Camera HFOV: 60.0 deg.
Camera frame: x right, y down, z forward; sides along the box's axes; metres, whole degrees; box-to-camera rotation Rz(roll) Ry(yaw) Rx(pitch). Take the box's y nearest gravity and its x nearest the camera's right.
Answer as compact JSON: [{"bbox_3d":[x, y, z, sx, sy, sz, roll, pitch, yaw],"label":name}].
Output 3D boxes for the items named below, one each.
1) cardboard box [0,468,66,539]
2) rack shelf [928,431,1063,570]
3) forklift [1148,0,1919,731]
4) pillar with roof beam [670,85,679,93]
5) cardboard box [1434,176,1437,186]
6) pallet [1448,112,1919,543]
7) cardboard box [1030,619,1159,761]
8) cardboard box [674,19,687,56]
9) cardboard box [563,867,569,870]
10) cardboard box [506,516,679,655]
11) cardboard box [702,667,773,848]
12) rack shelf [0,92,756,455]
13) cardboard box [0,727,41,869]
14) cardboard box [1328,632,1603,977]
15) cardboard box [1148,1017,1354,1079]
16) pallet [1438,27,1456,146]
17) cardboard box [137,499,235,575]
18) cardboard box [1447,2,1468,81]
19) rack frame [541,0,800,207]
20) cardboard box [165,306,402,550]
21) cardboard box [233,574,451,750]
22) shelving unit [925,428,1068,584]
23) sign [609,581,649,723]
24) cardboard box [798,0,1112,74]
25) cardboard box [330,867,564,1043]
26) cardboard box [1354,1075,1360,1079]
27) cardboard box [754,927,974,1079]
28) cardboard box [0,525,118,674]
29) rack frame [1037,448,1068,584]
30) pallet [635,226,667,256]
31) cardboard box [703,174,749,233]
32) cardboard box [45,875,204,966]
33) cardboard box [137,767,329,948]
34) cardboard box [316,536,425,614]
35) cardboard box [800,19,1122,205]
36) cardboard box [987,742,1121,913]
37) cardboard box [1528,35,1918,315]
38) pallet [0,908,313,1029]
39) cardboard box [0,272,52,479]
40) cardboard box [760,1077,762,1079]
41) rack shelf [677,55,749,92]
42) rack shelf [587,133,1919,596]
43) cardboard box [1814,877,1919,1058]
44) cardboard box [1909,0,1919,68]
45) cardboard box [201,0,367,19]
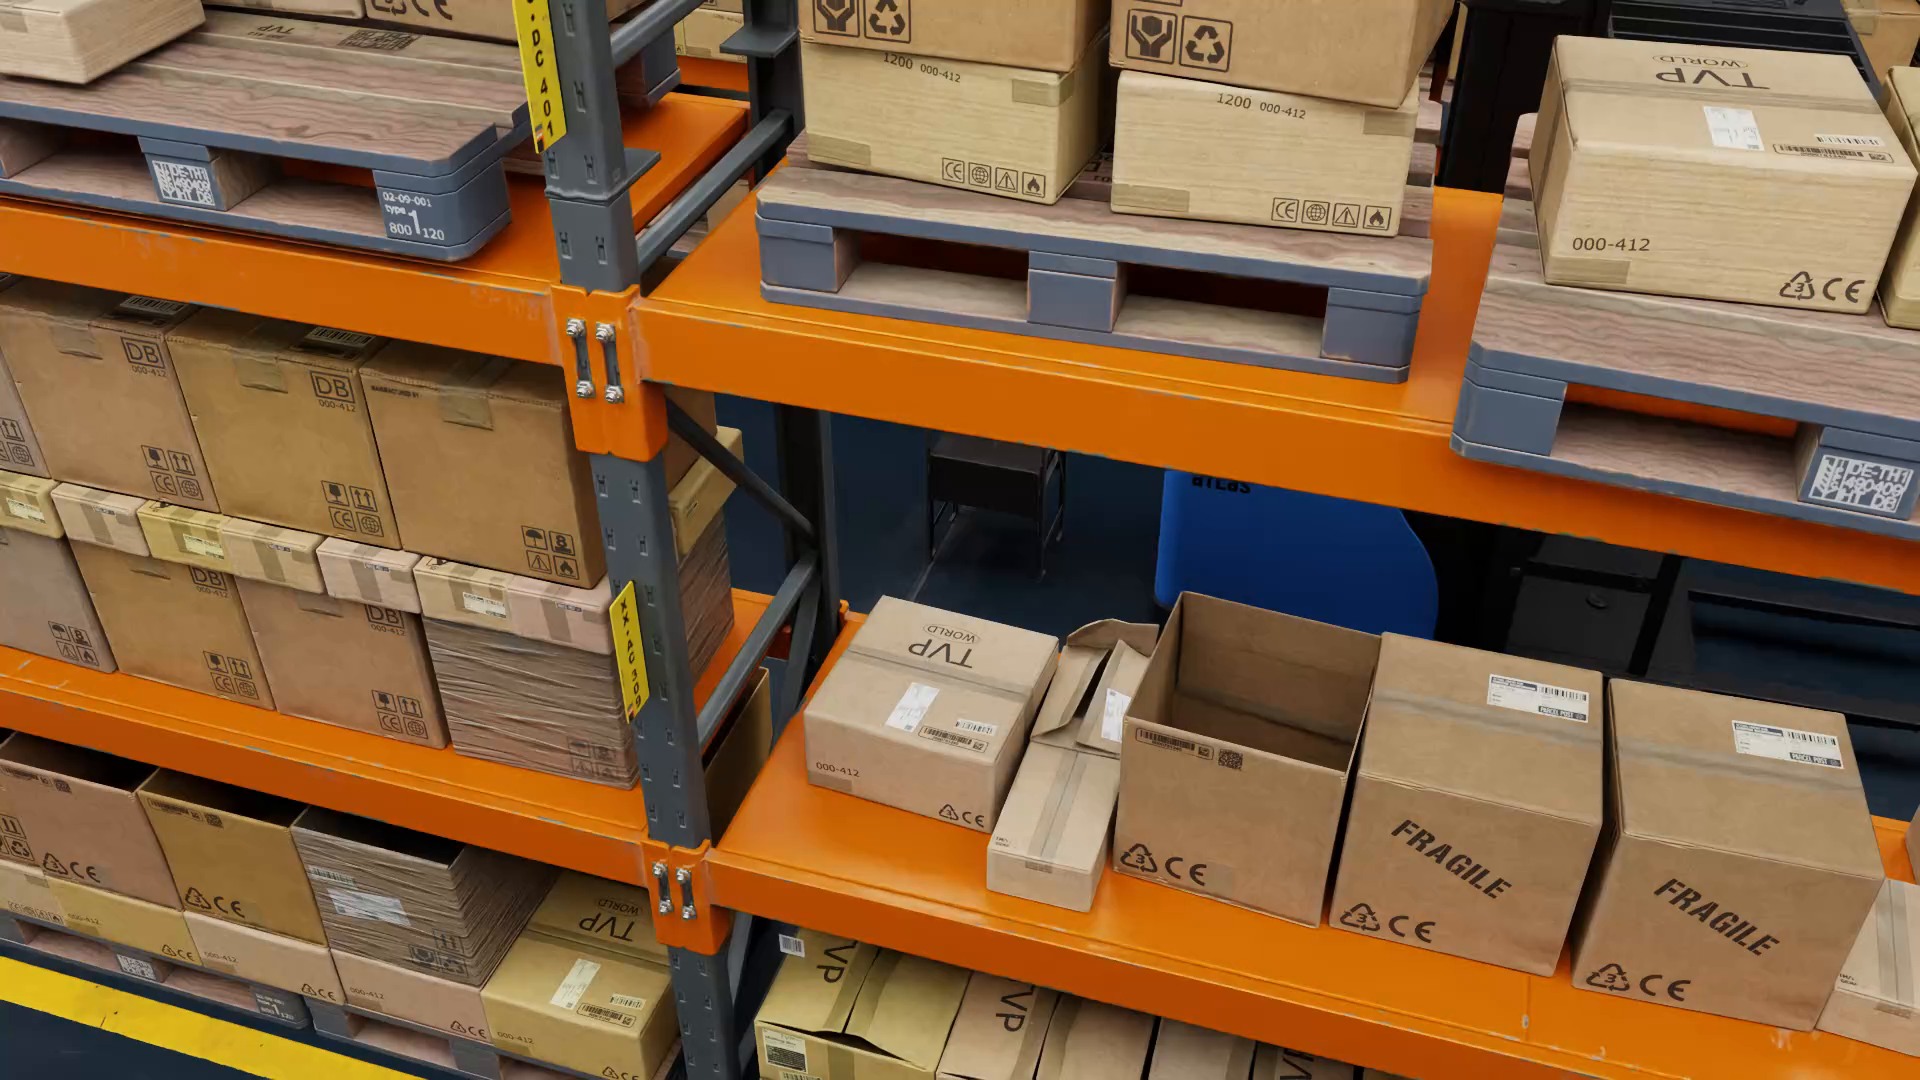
[{"bbox_3d":[-2.337,-0.188,4.343,0.250,0.149,0.380,12,38,15],"label":"cardboard box"},{"bbox_3d":[0.158,-0.242,7.011,0.480,0.518,0.431,10,38,14],"label":"rack shelf"},{"bbox_3d":[2.315,-0.736,5.777,3.031,2.935,1.130,9,37,12],"label":"forklift"},{"bbox_3d":[-3.250,-3.545,4.475,0.400,9.000,9.100,10,38,14],"label":"pillar with roof beam"},{"bbox_3d":[2.552,-1.678,8.105,0.500,0.250,0.500,9,37,13],"label":"cardboard box"},{"bbox_3d":[1.527,-0.379,2.863,1.213,0.211,1.003,12,38,16],"label":"pallet"},{"bbox_3d":[0.346,0.417,4.266,0.258,0.266,0.396,10,37,13],"label":"cardboard box"},{"bbox_3d":[-1.537,-2.704,8.503,0.500,0.250,0.500,10,38,13],"label":"cardboard box"},{"bbox_3d":[-1.376,0.905,5.456,0.500,0.250,0.500,10,38,14],"label":"cardboard box"},{"bbox_3d":[-0.872,0.083,3.975,0.250,0.149,0.380,10,38,14],"label":"cardboard box"},{"bbox_3d":[-0.897,0.688,5.117,0.500,0.500,0.500,10,38,14],"label":"cardboard box"},{"bbox_3d":[-2.457,-0.961,4.101,4.000,0.370,1.077,10,38,14],"label":"rack shelf"},{"bbox_3d":[-2.962,0.630,5.197,0.500,0.500,0.500,10,38,14],"label":"cardboard box"},{"bbox_3d":[1.161,0.598,3.823,0.500,0.500,0.500,11,38,14],"label":"cardboard box"},{"bbox_3d":[0.743,1.420,4.283,0.500,0.311,0.500,9,37,12],"label":"cardboard box"},{"bbox_3d":[2.842,-2.035,7.646,1.213,0.211,1.003,10,38,14],"label":"pallet"},{"bbox_3d":[-1.842,-0.098,4.221,0.250,0.149,0.380,10,38,14],"label":"cardboard box"},{"bbox_3d":[2.570,-2.399,7.523,0.500,0.500,0.700,16,39,20],"label":"cardboard box"},{"bbox_3d":[-0.548,-2.105,2.518,0.127,3.000,1.000,10,38,14],"label":"rack frame"},{"bbox_3d":[-1.456,-0.415,4.104,0.500,0.500,0.700,10,38,14],"label":"cardboard box"},{"bbox_3d":[-1.479,0.107,4.490,0.500,0.500,0.700,10,38,13],"label":"cardboard box"},{"bbox_3d":[0.158,-0.816,6.588,0.503,2.100,0.431,10,38,14],"label":"shelving unit"},{"bbox_3d":[-0.712,0.245,3.589,0.005,0.325,0.100,10,38,14],"label":"sign"},{"bbox_3d":[0.029,-1.176,2.927,0.500,0.500,0.500,11,38,14],"label":"cardboard box"},{"bbox_3d":[-1.530,1.197,5.058,0.500,0.250,0.500,10,38,14],"label":"cardboard box"},{"bbox_3d":[1.231,1.733,4.331,0.500,0.250,0.500,11,38,15],"label":"cardboard box"},{"bbox_3d":[-0.228,1.238,4.530,0.500,0.311,0.500,11,38,14],"label":"cardboard box"},{"bbox_3d":[-2.446,-0.074,4.736,0.500,0.500,0.700,12,38,15],"label":"cardboard box"},{"bbox_3d":[0.391,-0.773,6.529,0.015,2.100,0.400,10,38,14],"label":"rack frame"},{"bbox_3d":[-2.055,-1.899,9.652,1.213,0.211,1.003,10,38,14],"label":"pallet"},{"bbox_3d":[-1.030,-1.938,9.090,0.500,0.500,0.700,8,37,11],"label":"cardboard box"},{"bbox_3d":[-2.489,1.029,5.286,0.500,0.250,0.500,10,38,14],"label":"cardboard box"},{"bbox_3d":[-2.008,0.808,4.954,0.500,0.500,0.500,10,38,14],"label":"cardboard box"},{"bbox_3d":[-1.358,-0.007,4.097,0.250,0.149,0.380,9,37,13],"label":"cardboard box"},{"bbox_3d":[0.037,-0.891,3.172,0.500,0.250,0.500,14,39,19],"label":"cardboard box"},{"bbox_3d":[0.237,0.685,4.001,0.250,0.149,0.380,10,38,14],"label":"cardboard box"},{"bbox_3d":[1.259,-0.633,2.821,0.500,0.250,0.500,7,37,10],"label":"cardboard box"},{"bbox_3d":[-2.463,1.055,5.638,1.213,0.211,1.003,10,38,14],"label":"pallet"},{"bbox_3d":[-2.411,-0.592,4.346,0.500,0.500,0.700,11,38,14],"label":"cardboard box"},{"bbox_3d":[-0.237,1.461,4.700,0.500,0.250,0.500,10,37,13],"label":"cardboard box"},{"bbox_3d":[-0.984,-2.556,8.799,4.000,0.370,1.077,10,38,14],"label":"rack shelf"},{"bbox_3d":[1.361,-0.254,3.140,4.000,0.370,1.077,10,38,14],"label":"rack shelf"},{"bbox_3d":[2.036,0.926,3.673,0.250,0.149,0.380,13,38,17],"label":"cardboard box"},{"bbox_3d":[4.292,-2.080,7.090,0.500,0.500,0.700,6,37,8],"label":"cardboard box"},{"bbox_3d":[-1.466,-1.420,3.721,0.500,0.311,0.500,9,37,11],"label":"cardboard box"}]
